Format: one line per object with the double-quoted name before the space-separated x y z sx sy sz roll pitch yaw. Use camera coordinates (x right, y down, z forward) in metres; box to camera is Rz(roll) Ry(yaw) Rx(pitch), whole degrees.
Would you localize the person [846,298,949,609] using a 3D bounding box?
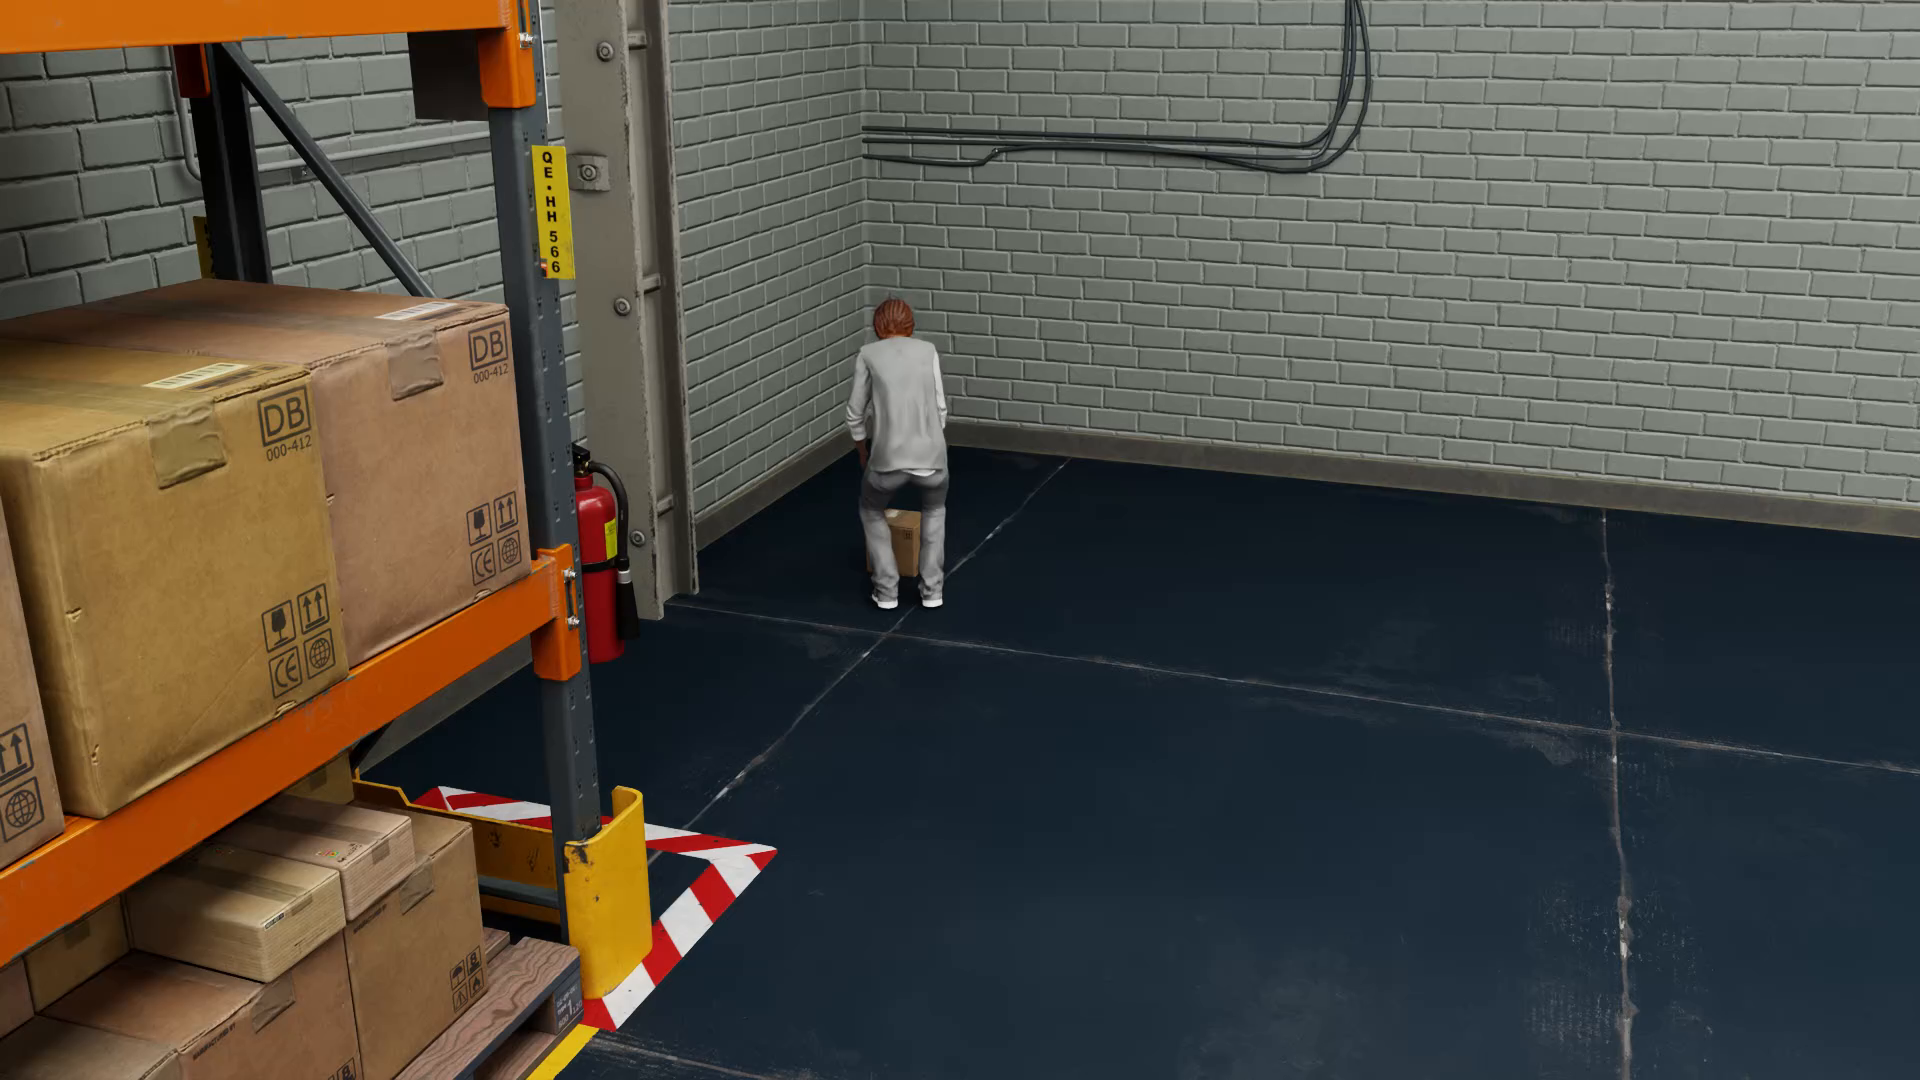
"person" -0.277 -0.362 7.511 0.460 1.361 0.602 -2 19 -6
